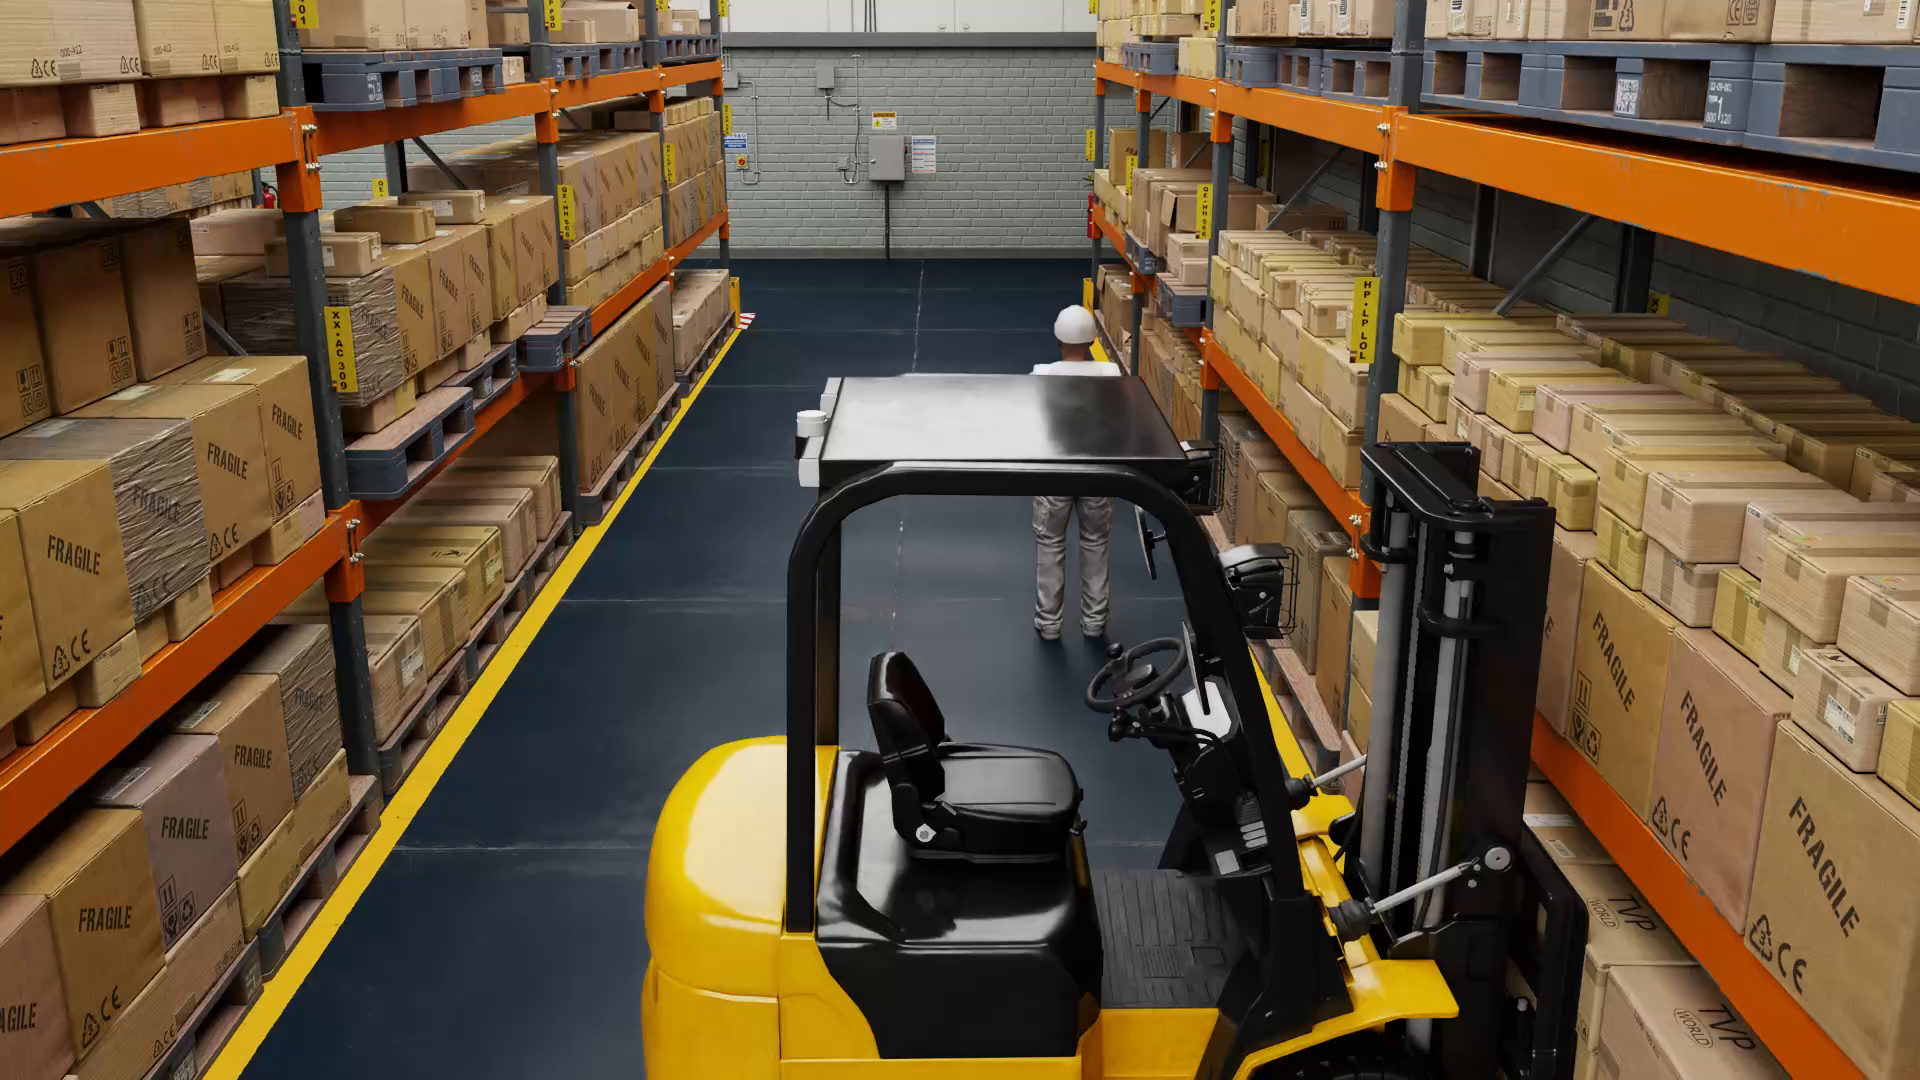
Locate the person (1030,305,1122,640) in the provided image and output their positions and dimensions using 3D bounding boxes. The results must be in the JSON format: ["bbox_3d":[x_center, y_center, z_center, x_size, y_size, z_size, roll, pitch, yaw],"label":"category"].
[{"bbox_3d":[0.586,-0.370,8.735,0.487,1.778,0.575,0,17,-1],"label":"person"}]
